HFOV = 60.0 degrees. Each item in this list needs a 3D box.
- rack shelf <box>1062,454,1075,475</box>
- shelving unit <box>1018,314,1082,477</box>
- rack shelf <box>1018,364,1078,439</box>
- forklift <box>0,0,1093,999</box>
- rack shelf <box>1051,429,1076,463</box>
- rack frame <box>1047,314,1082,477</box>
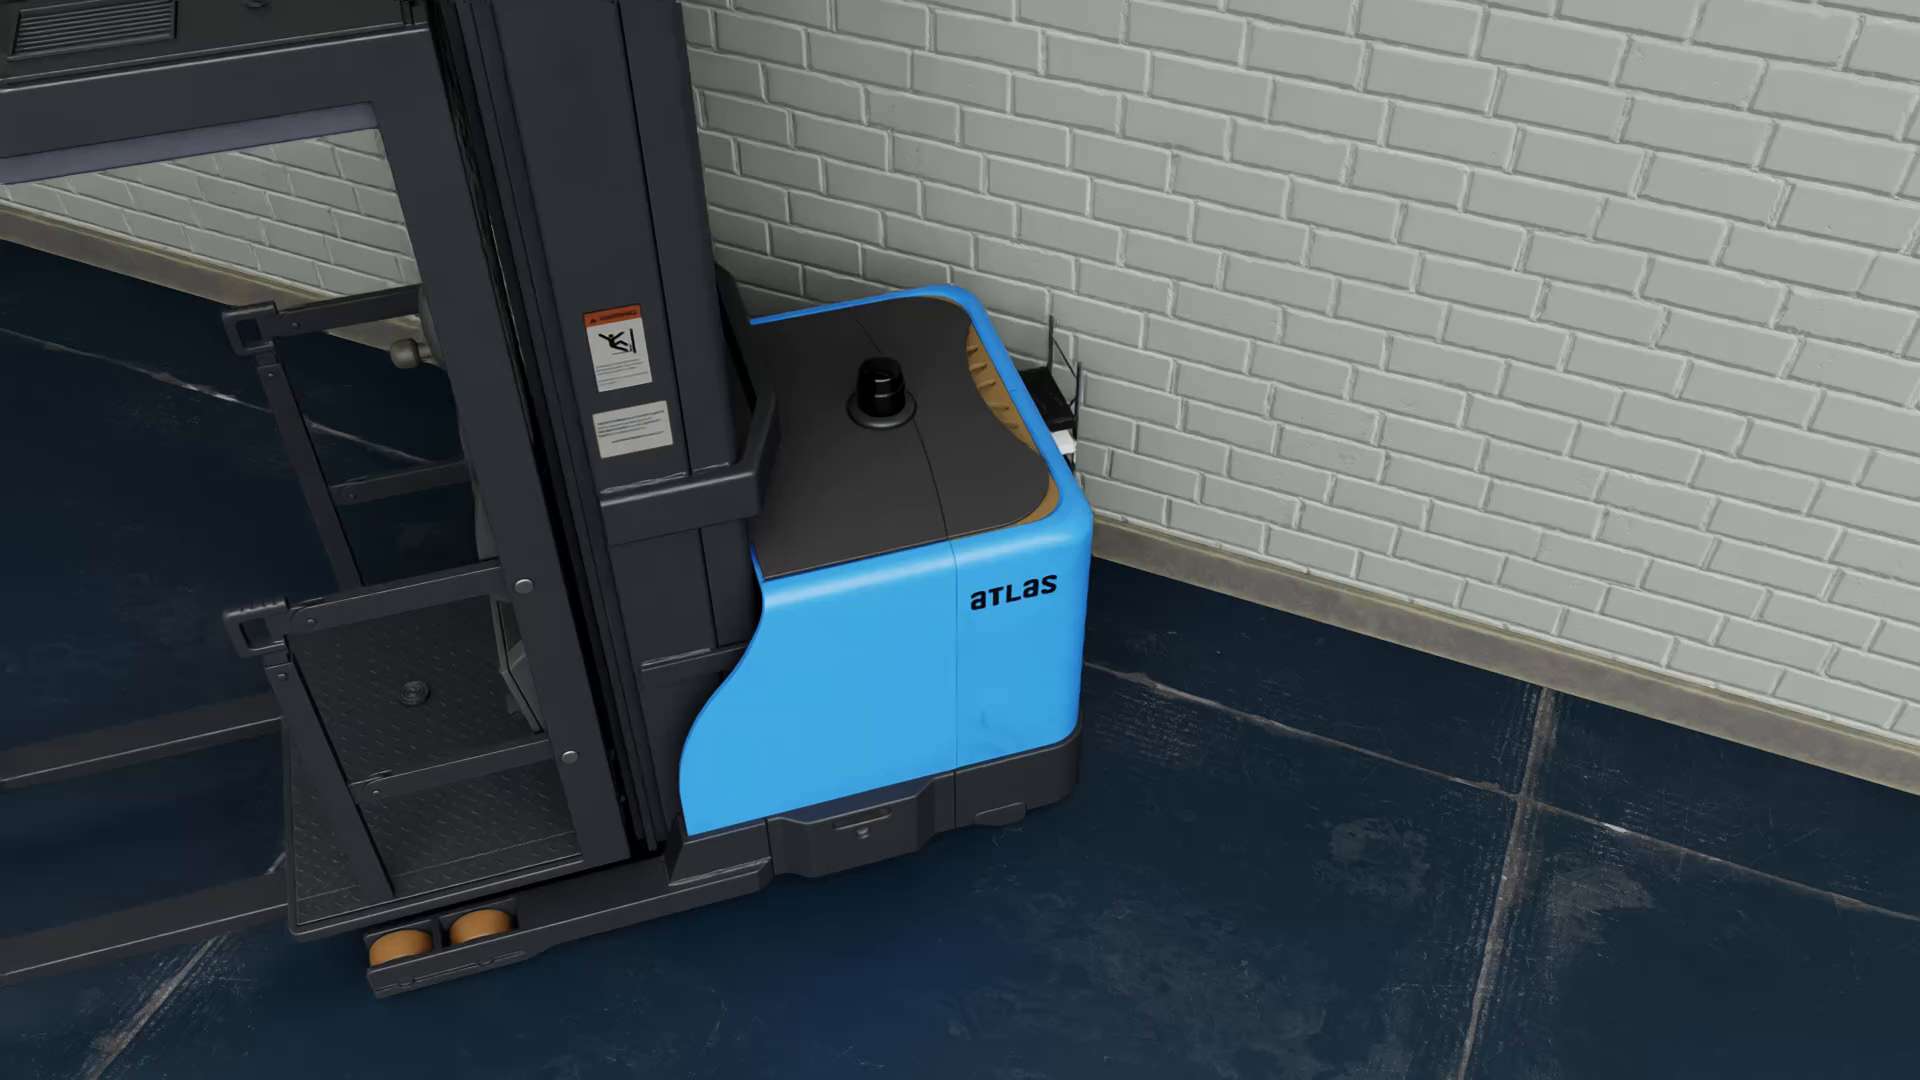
[{"bbox_3d":[0.191,-0.242,4.774,0.200,0.077,0.258,-13,46,-12],"label":"rack shelf"},{"bbox_3d":[0.191,-0.202,4.814,0.210,0.900,0.258,-13,46,-12],"label":"shelving unit"},{"bbox_3d":[0.191,-0.370,4.647,0.200,0.077,0.258,-13,46,-12],"label":"rack shelf"},{"bbox_3d":[-1.253,-0.339,3.513,3.031,2.935,1.130,-13,46,-12],"label":"forklift"},{"bbox_3d":[0.191,-0.306,4.711,0.200,0.077,0.258,-13,46,-12],"label":"rack shelf"},{"bbox_3d":[0.288,-0.223,4.835,0.006,0.900,0.240,-13,46,-12],"label":"rack frame"}]
